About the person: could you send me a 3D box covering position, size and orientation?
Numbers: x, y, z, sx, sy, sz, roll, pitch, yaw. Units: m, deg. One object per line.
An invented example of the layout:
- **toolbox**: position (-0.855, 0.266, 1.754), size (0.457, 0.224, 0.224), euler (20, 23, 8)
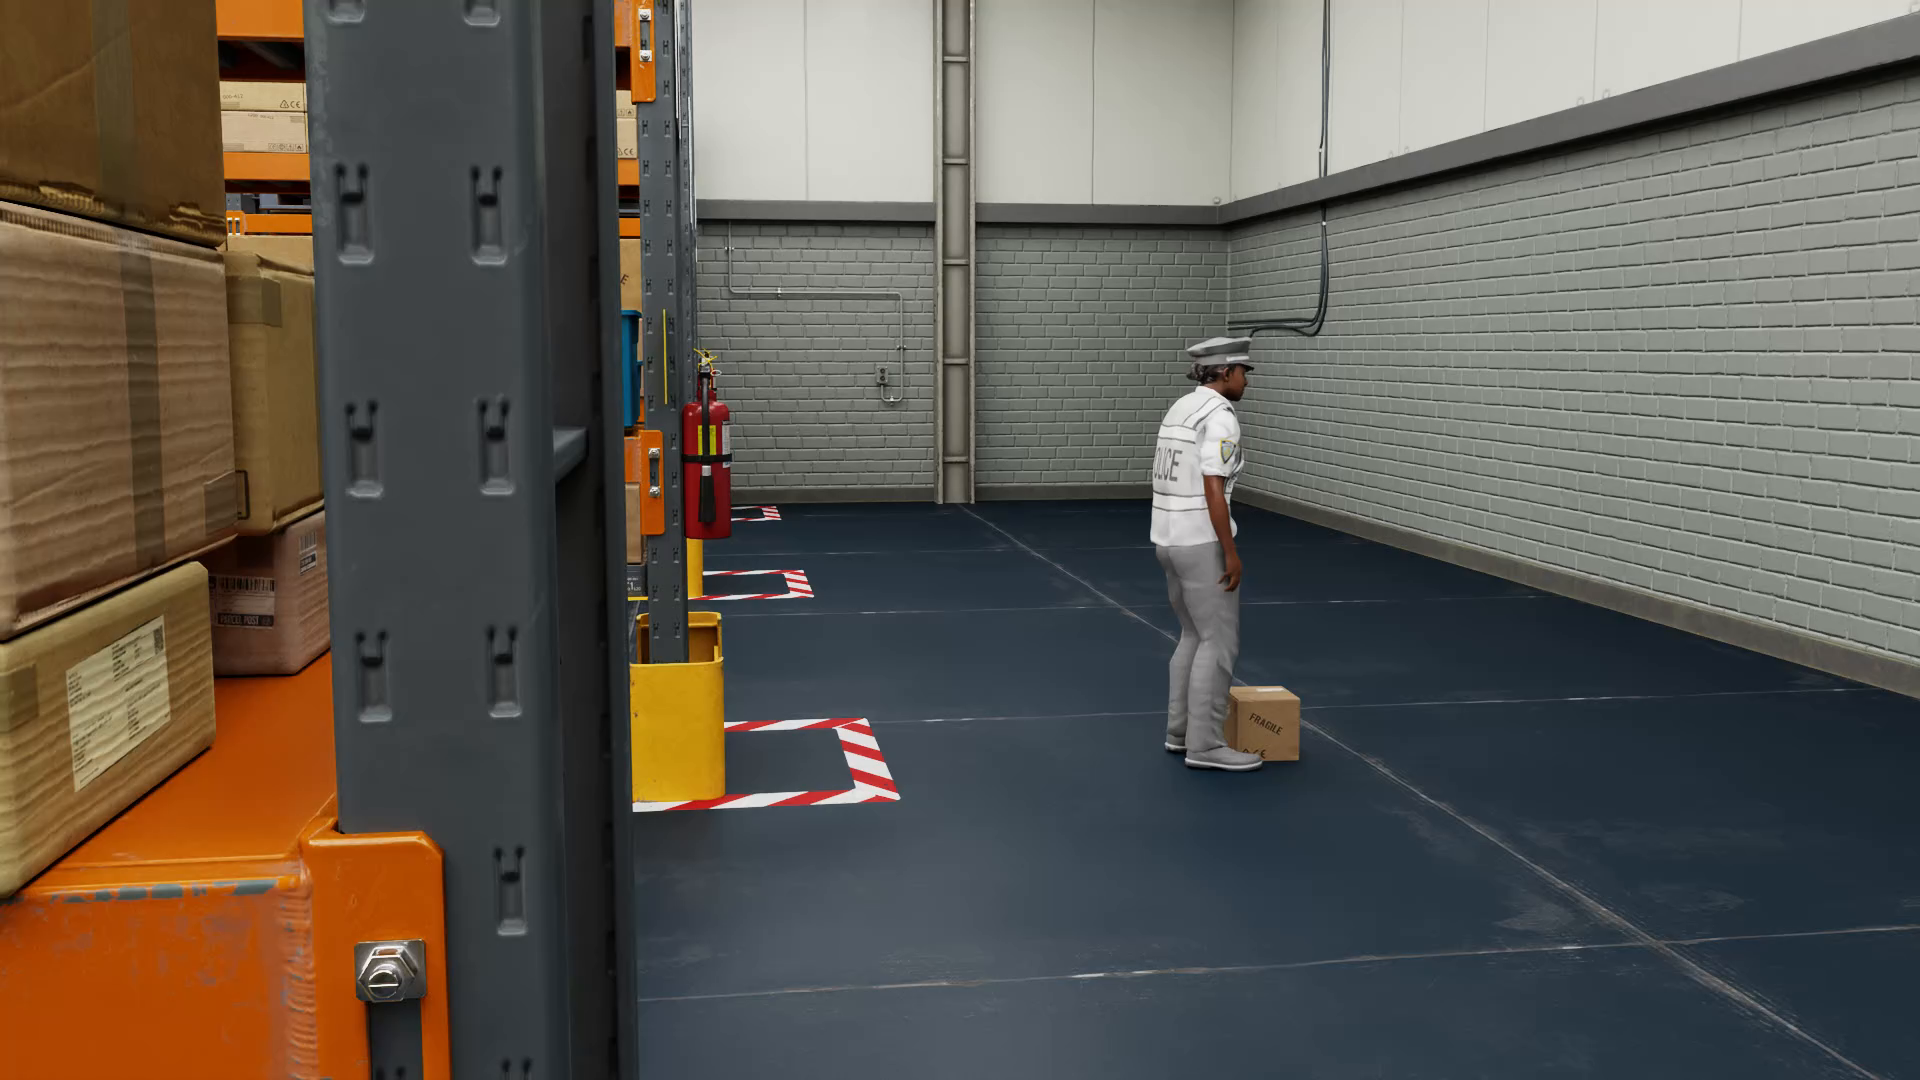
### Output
- **person**: position (0.963, 0.037, 6.513), size (0.397, 1.661, 0.531), euler (-1, 7, -12)
